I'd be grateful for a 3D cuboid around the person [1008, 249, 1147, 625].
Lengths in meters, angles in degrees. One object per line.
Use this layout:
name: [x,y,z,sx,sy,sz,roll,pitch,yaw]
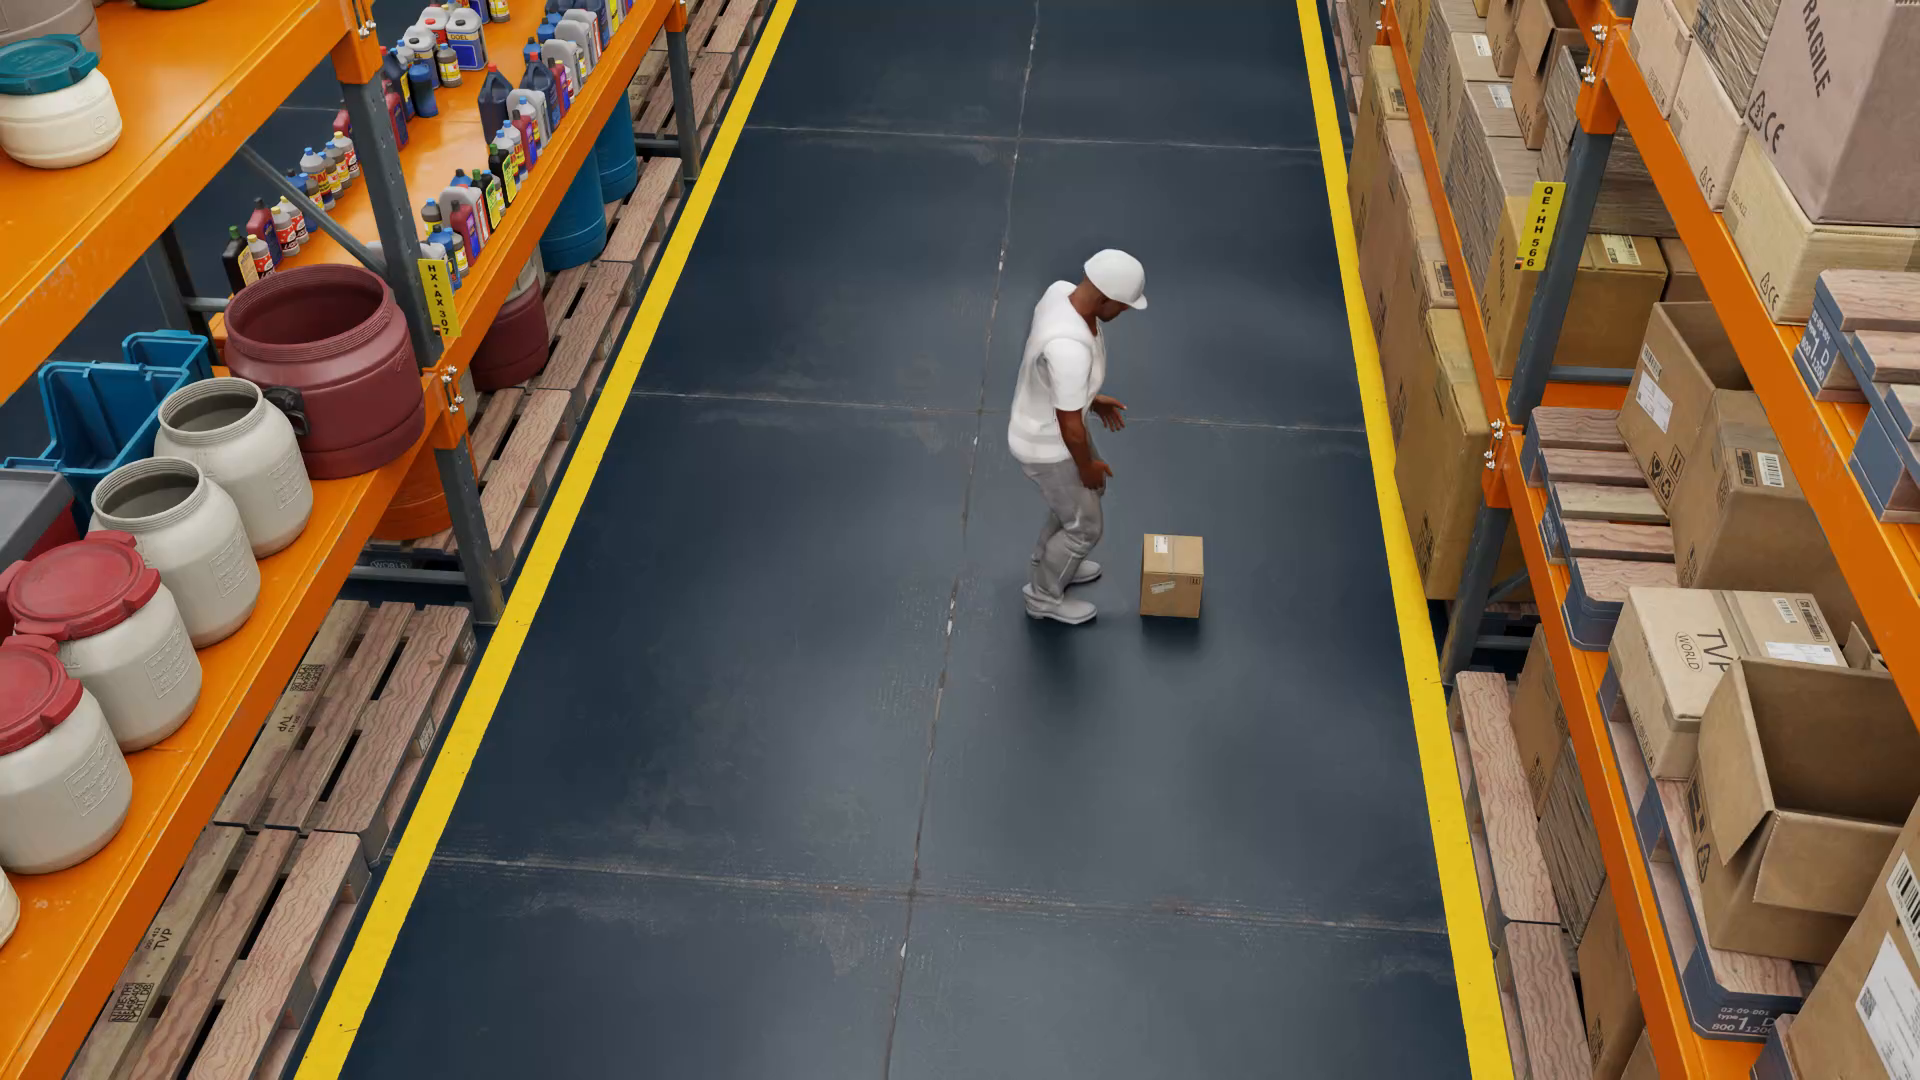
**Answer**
person: [0.455,-0.434,6.725,0.511,1.682,0.602,4,40,5]
